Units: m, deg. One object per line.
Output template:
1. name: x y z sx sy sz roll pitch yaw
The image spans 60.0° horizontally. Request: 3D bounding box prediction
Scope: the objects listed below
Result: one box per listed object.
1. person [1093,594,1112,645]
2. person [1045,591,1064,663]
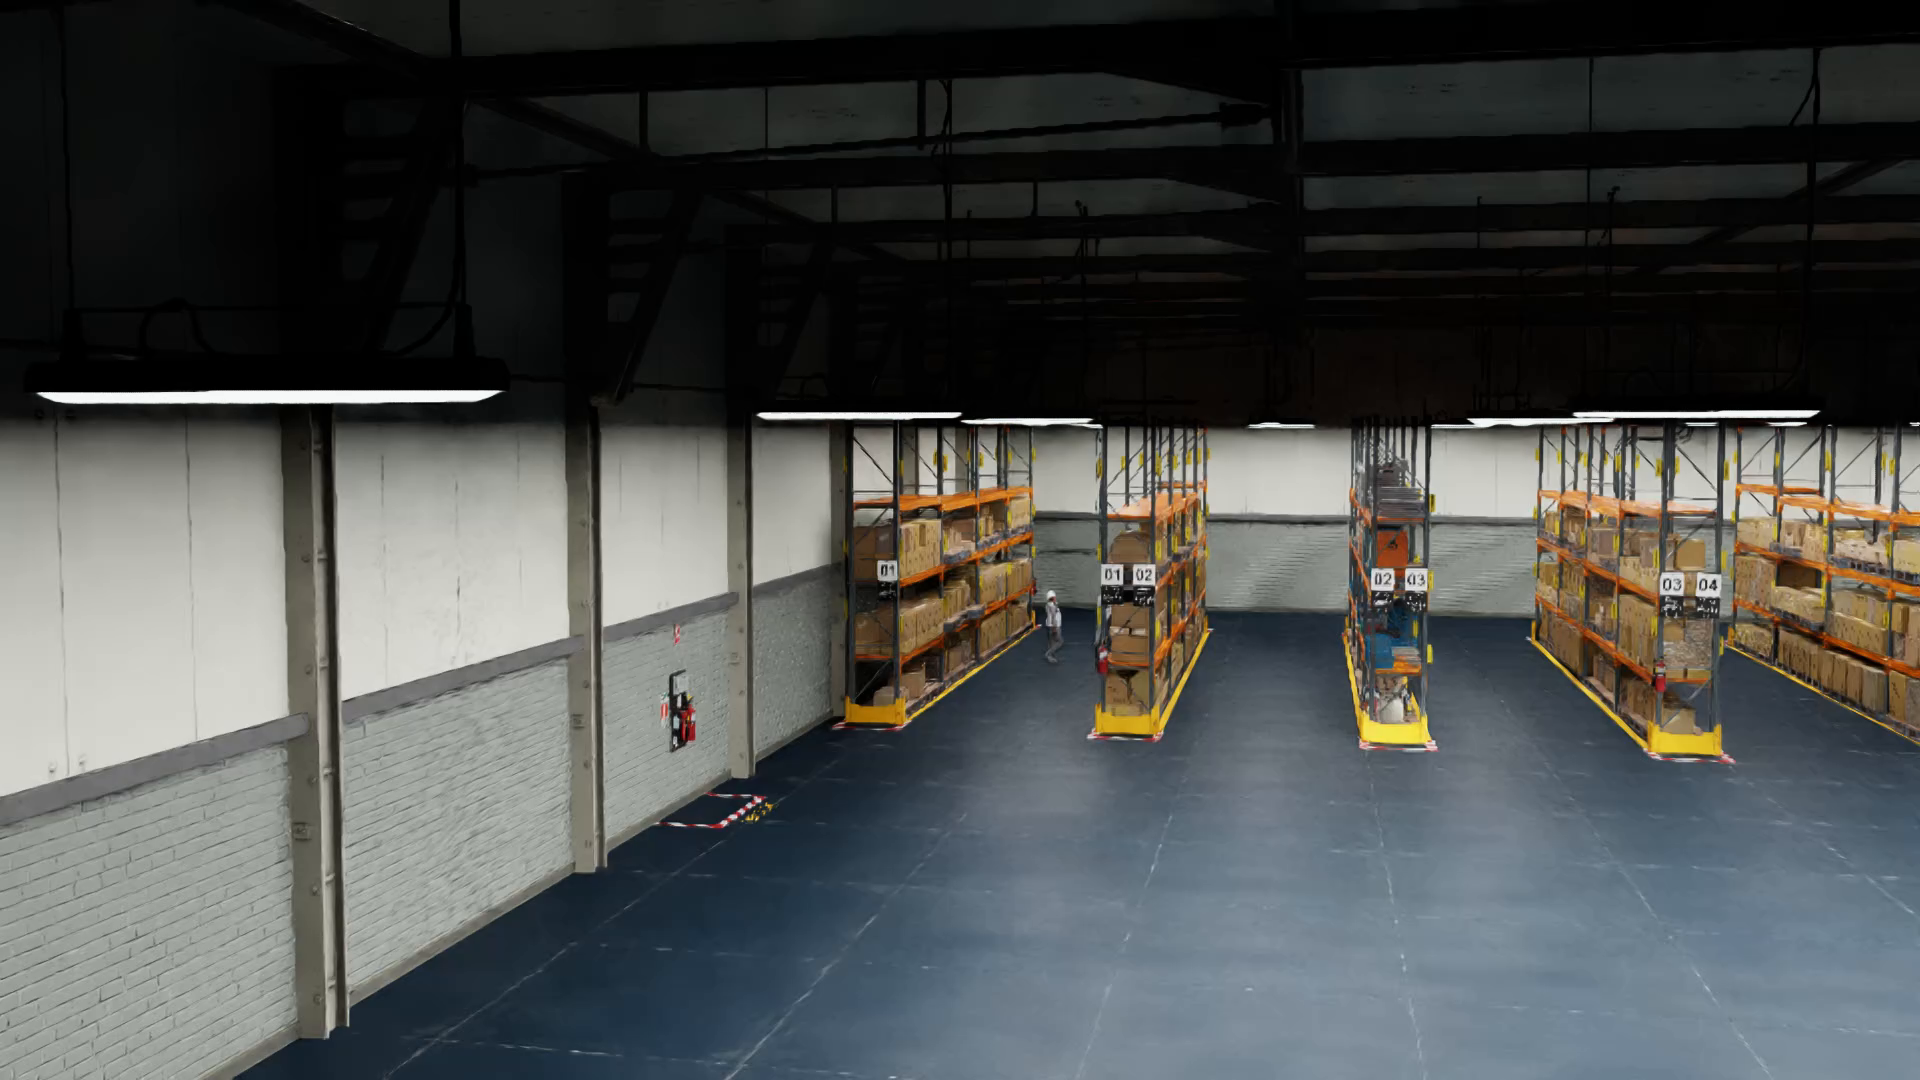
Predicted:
1. person: 3.834 1.963 44.011 0.484 1.620 0.978 1 4 21
2. person: 2.267 2.127 40.705 0.447 1.770 0.569 -1 4 -14
